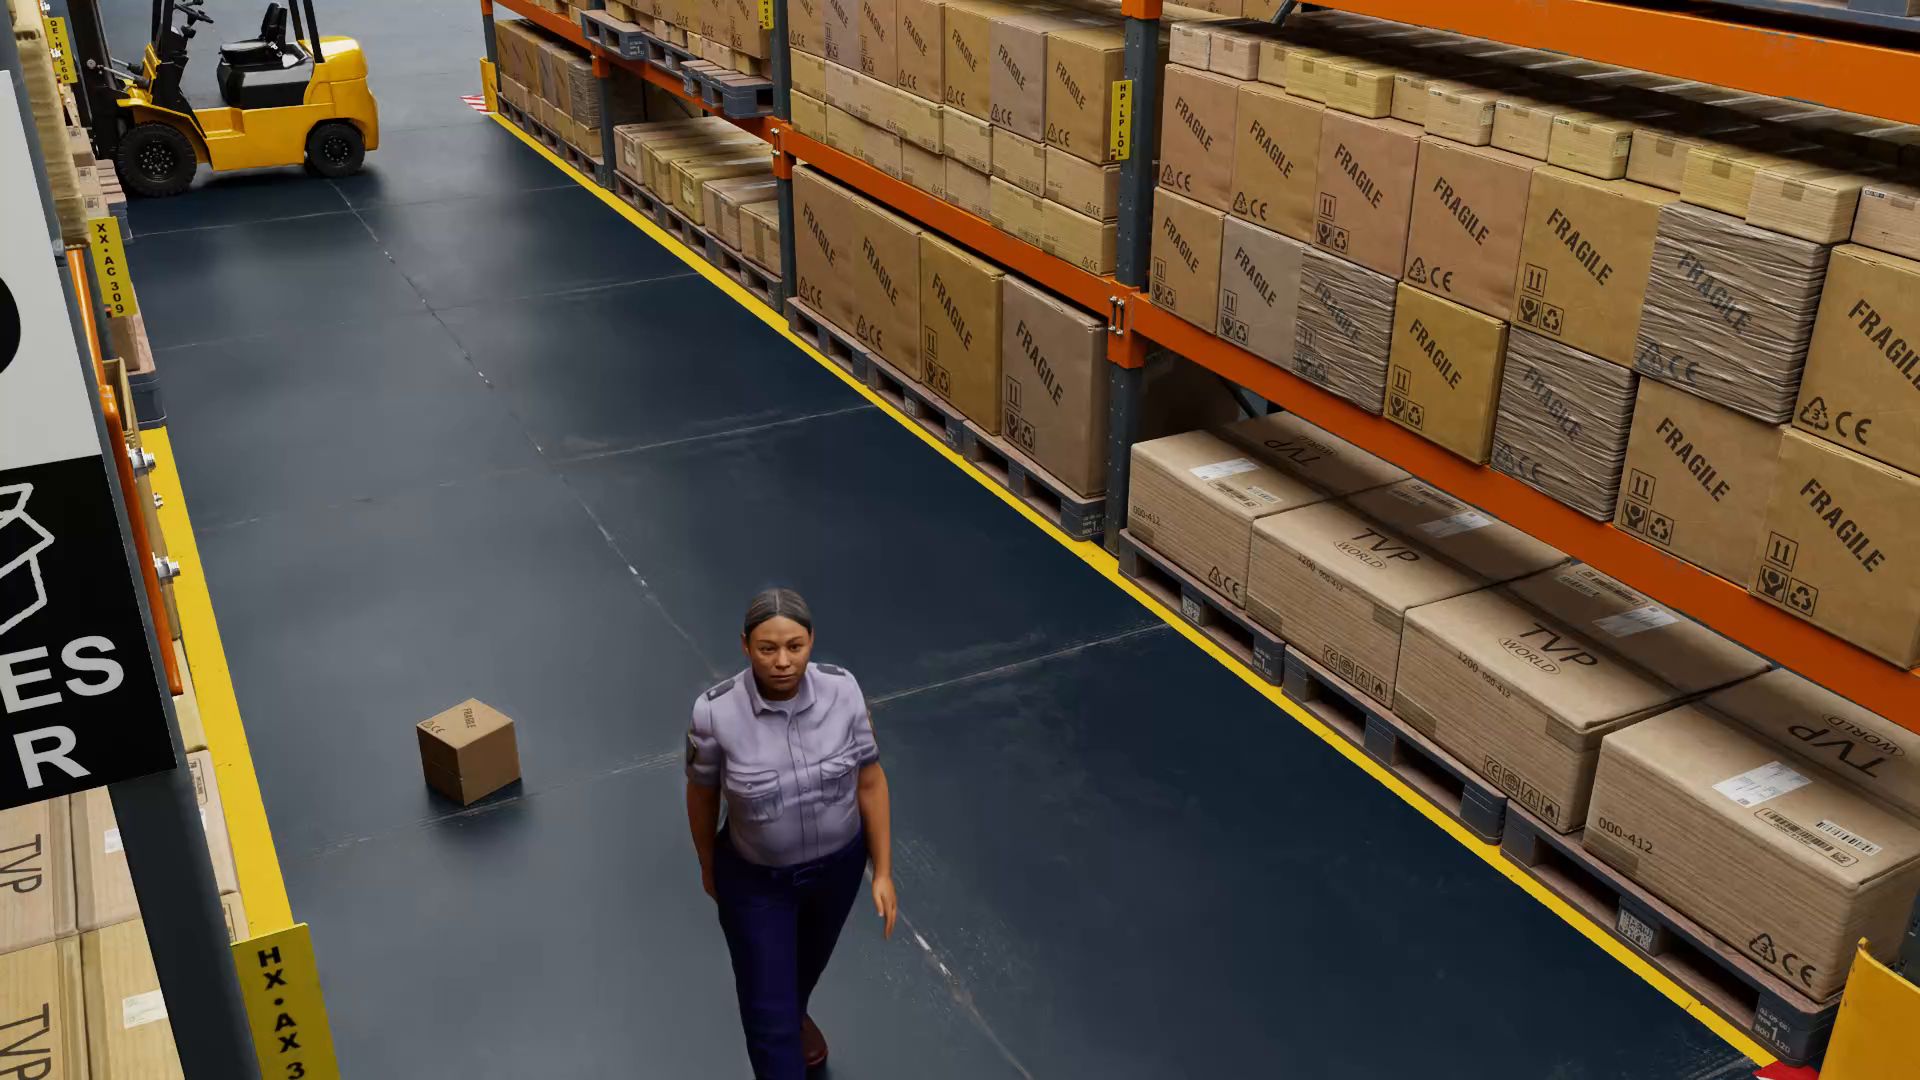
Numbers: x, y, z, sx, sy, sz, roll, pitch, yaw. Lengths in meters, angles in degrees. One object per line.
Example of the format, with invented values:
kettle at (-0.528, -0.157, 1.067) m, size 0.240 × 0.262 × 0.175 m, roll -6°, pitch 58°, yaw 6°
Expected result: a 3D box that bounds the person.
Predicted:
person at (-0.397, 0.888, 4.260) m, size 0.490 × 1.612 × 0.922 m, roll -11°, pitch 28°, yaw -21°
